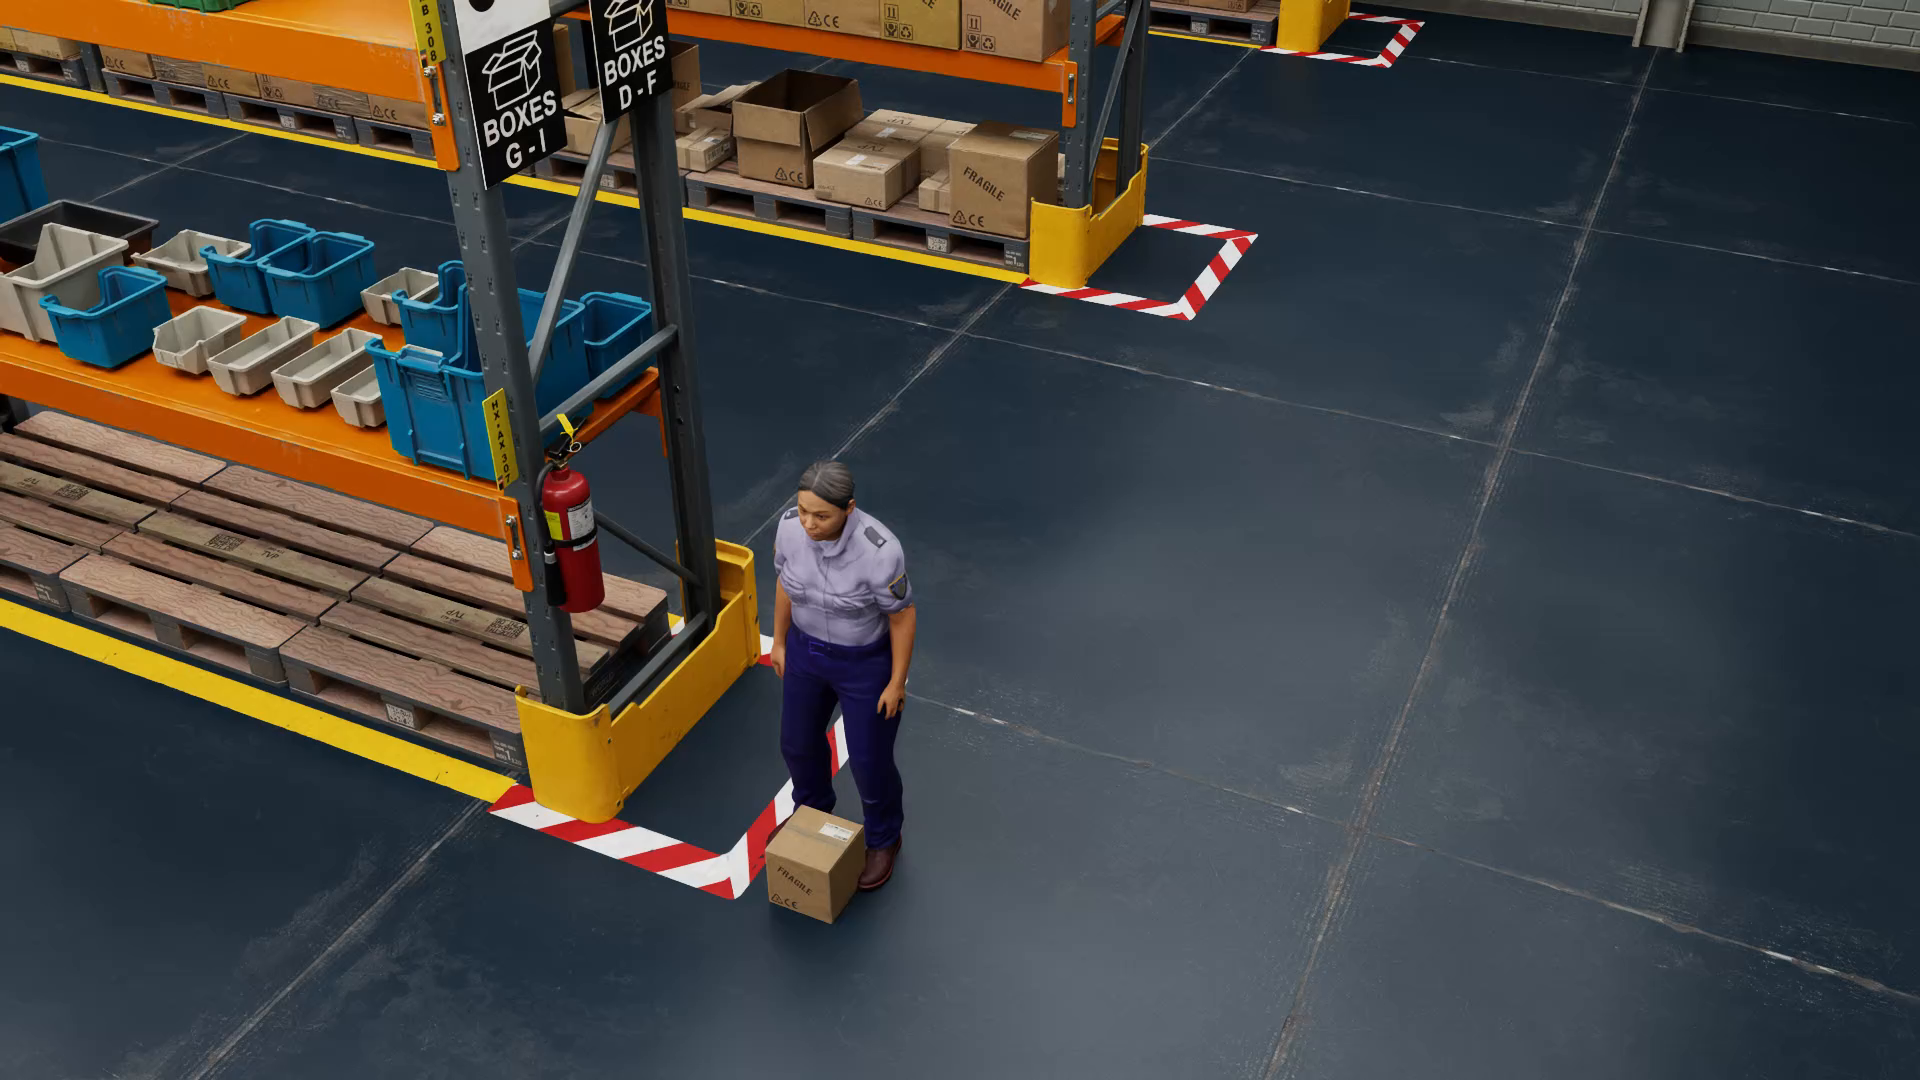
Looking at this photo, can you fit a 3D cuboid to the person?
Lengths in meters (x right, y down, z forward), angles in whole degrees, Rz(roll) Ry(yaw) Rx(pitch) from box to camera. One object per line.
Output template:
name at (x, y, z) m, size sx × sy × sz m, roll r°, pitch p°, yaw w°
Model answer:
person at (-0.399, 0.414, 5.533) m, size 0.537 × 1.651 × 0.373 m, roll 16°, pitch 37°, yaw 23°
